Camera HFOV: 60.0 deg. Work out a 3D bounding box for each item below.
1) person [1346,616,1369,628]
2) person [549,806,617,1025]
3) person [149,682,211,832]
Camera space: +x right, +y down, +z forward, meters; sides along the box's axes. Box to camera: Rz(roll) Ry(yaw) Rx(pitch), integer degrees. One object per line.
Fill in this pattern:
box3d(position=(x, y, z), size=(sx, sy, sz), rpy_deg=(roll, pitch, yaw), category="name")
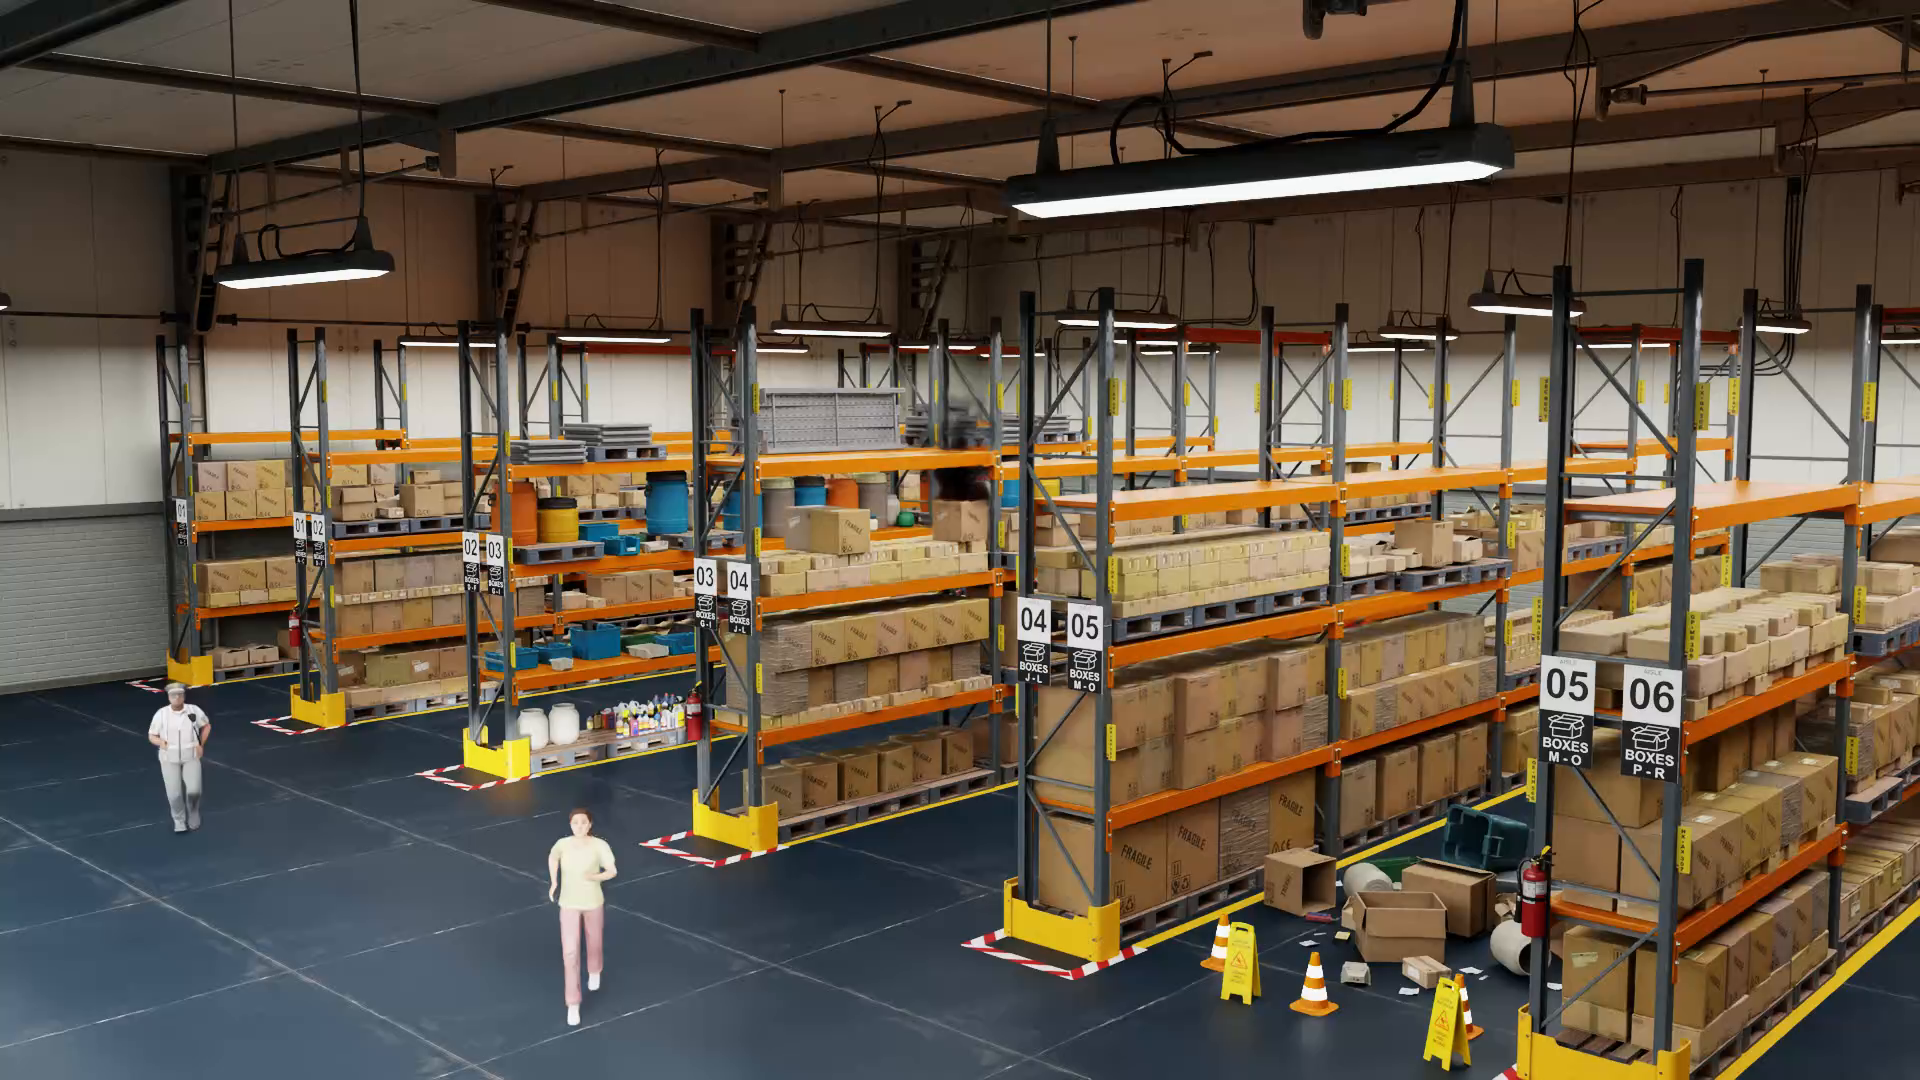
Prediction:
box3d(position=(6.127, 1.883, 25.591), size=(0.662, 1.716, 0.968), rpy_deg=(4, 7, 38), category="person")
box3d(position=(-3.106, 3.023, 13.677), size=(0.569, 1.666, 0.891), rpy_deg=(-1, 5, -9), category="person")
box3d(position=(-8.931, 2.500, 19.071), size=(0.650, 1.744, 0.602), rpy_deg=(-3, 6, -26), category="person")
